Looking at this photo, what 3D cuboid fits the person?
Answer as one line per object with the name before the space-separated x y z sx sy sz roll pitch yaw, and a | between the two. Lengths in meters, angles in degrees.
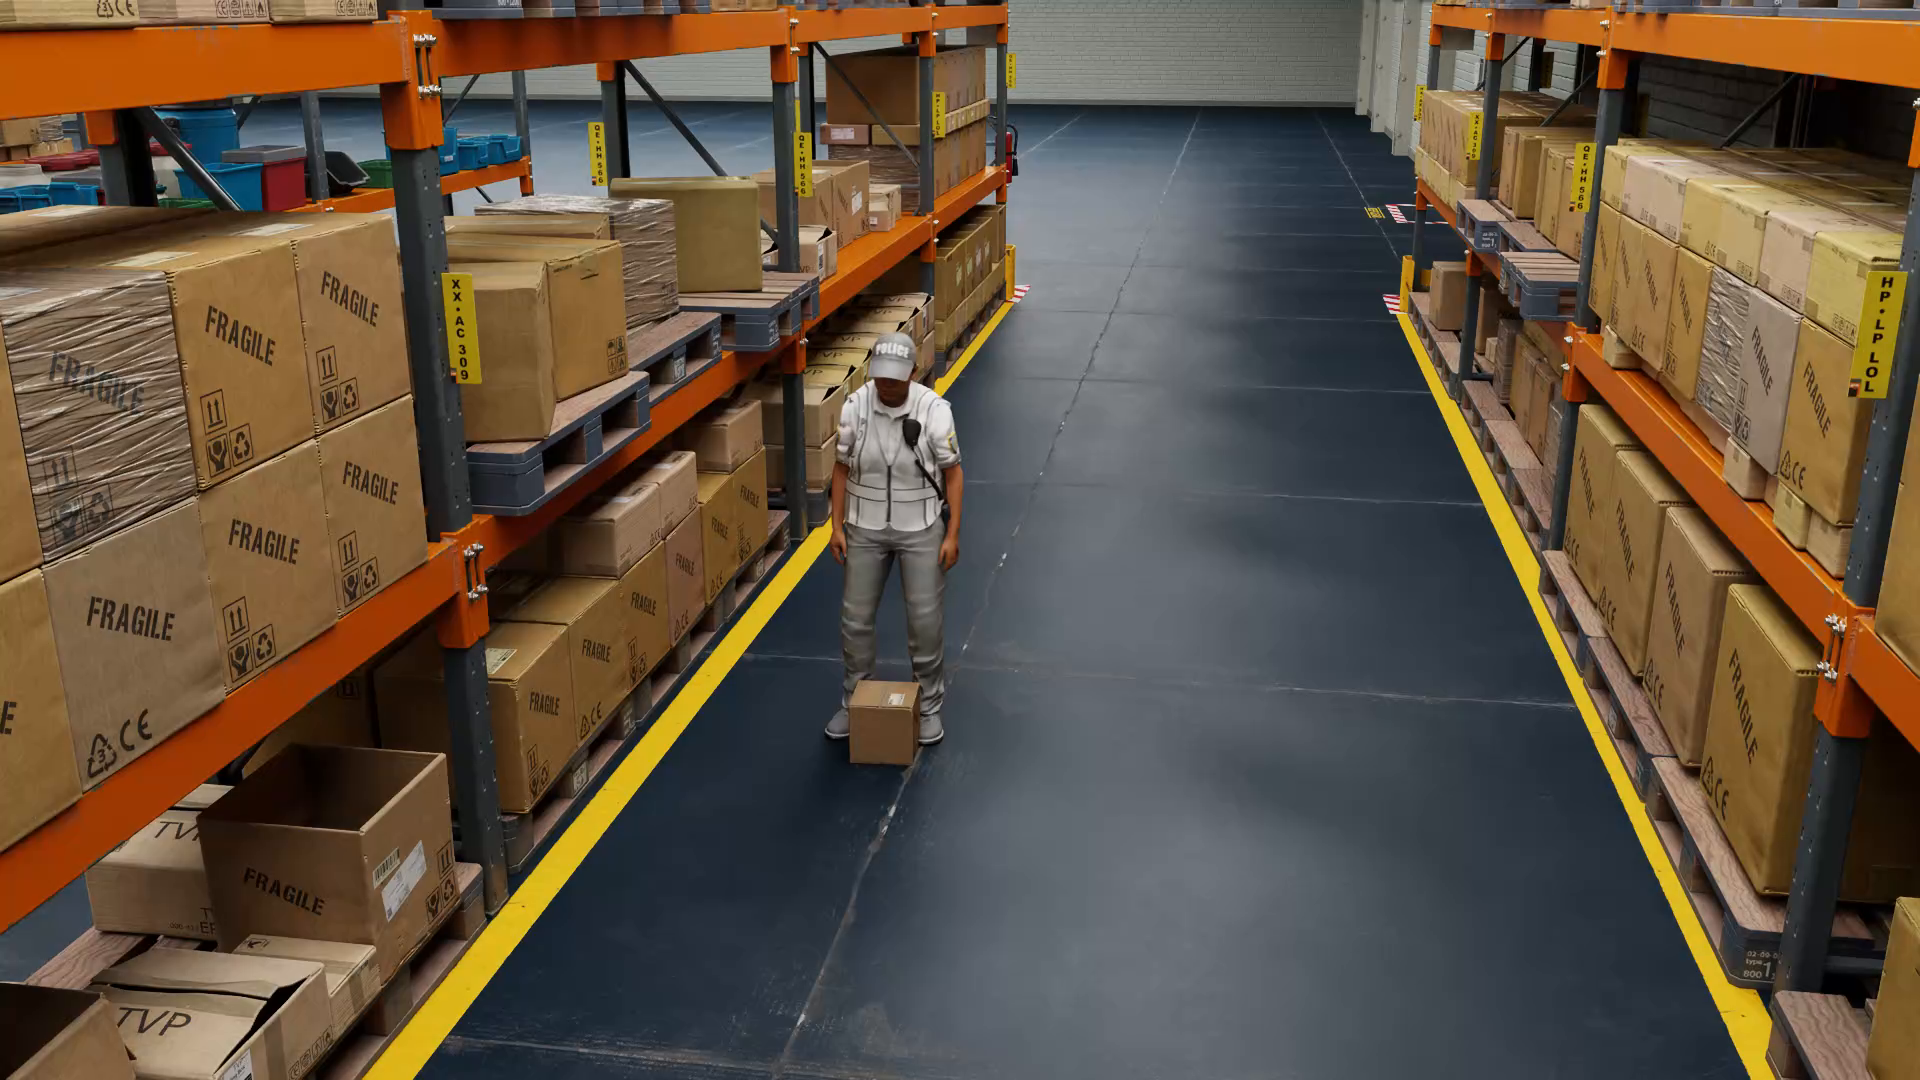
person | -0.266 -0.014 6.587 0.547 1.666 0.473 3 18 9
